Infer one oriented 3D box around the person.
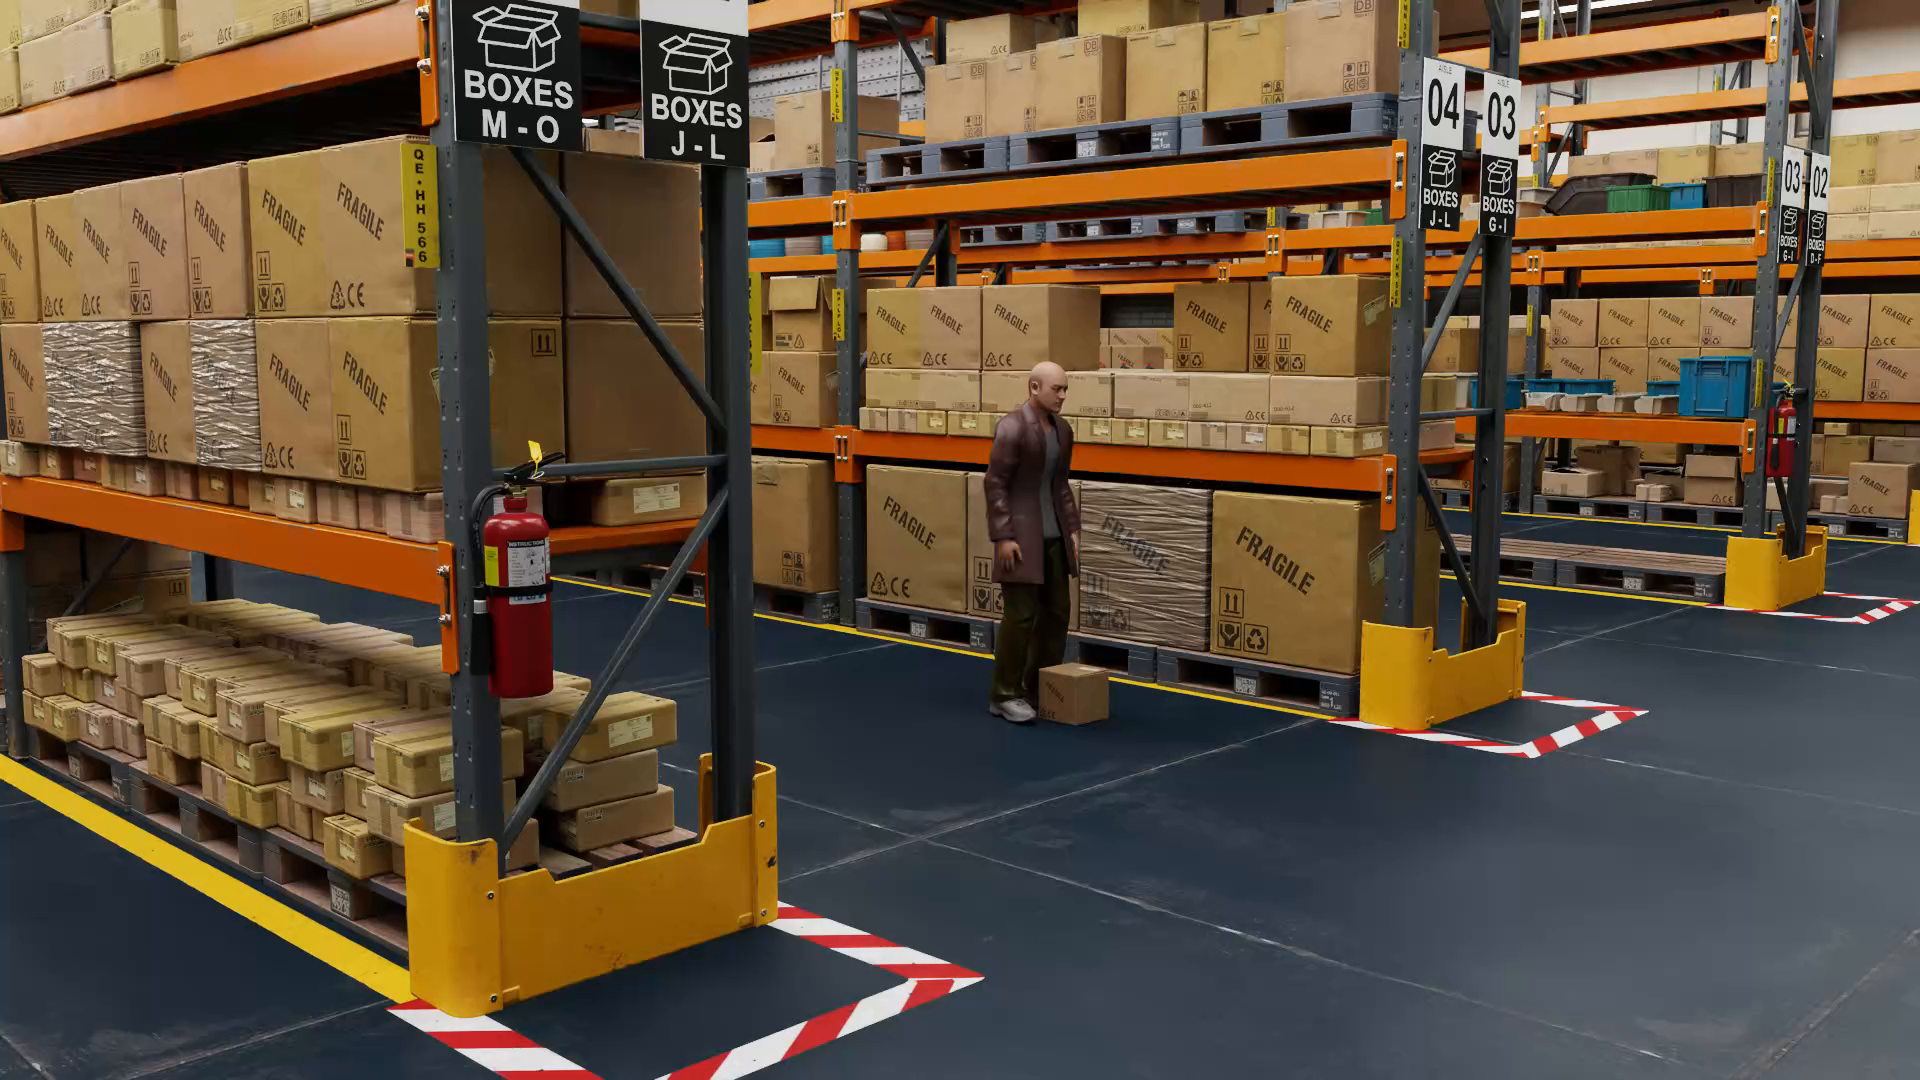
[{"bbox_3d":[0.382,-0.007,8.375,0.420,1.774,0.651,6,9,42],"label":"person"}]
